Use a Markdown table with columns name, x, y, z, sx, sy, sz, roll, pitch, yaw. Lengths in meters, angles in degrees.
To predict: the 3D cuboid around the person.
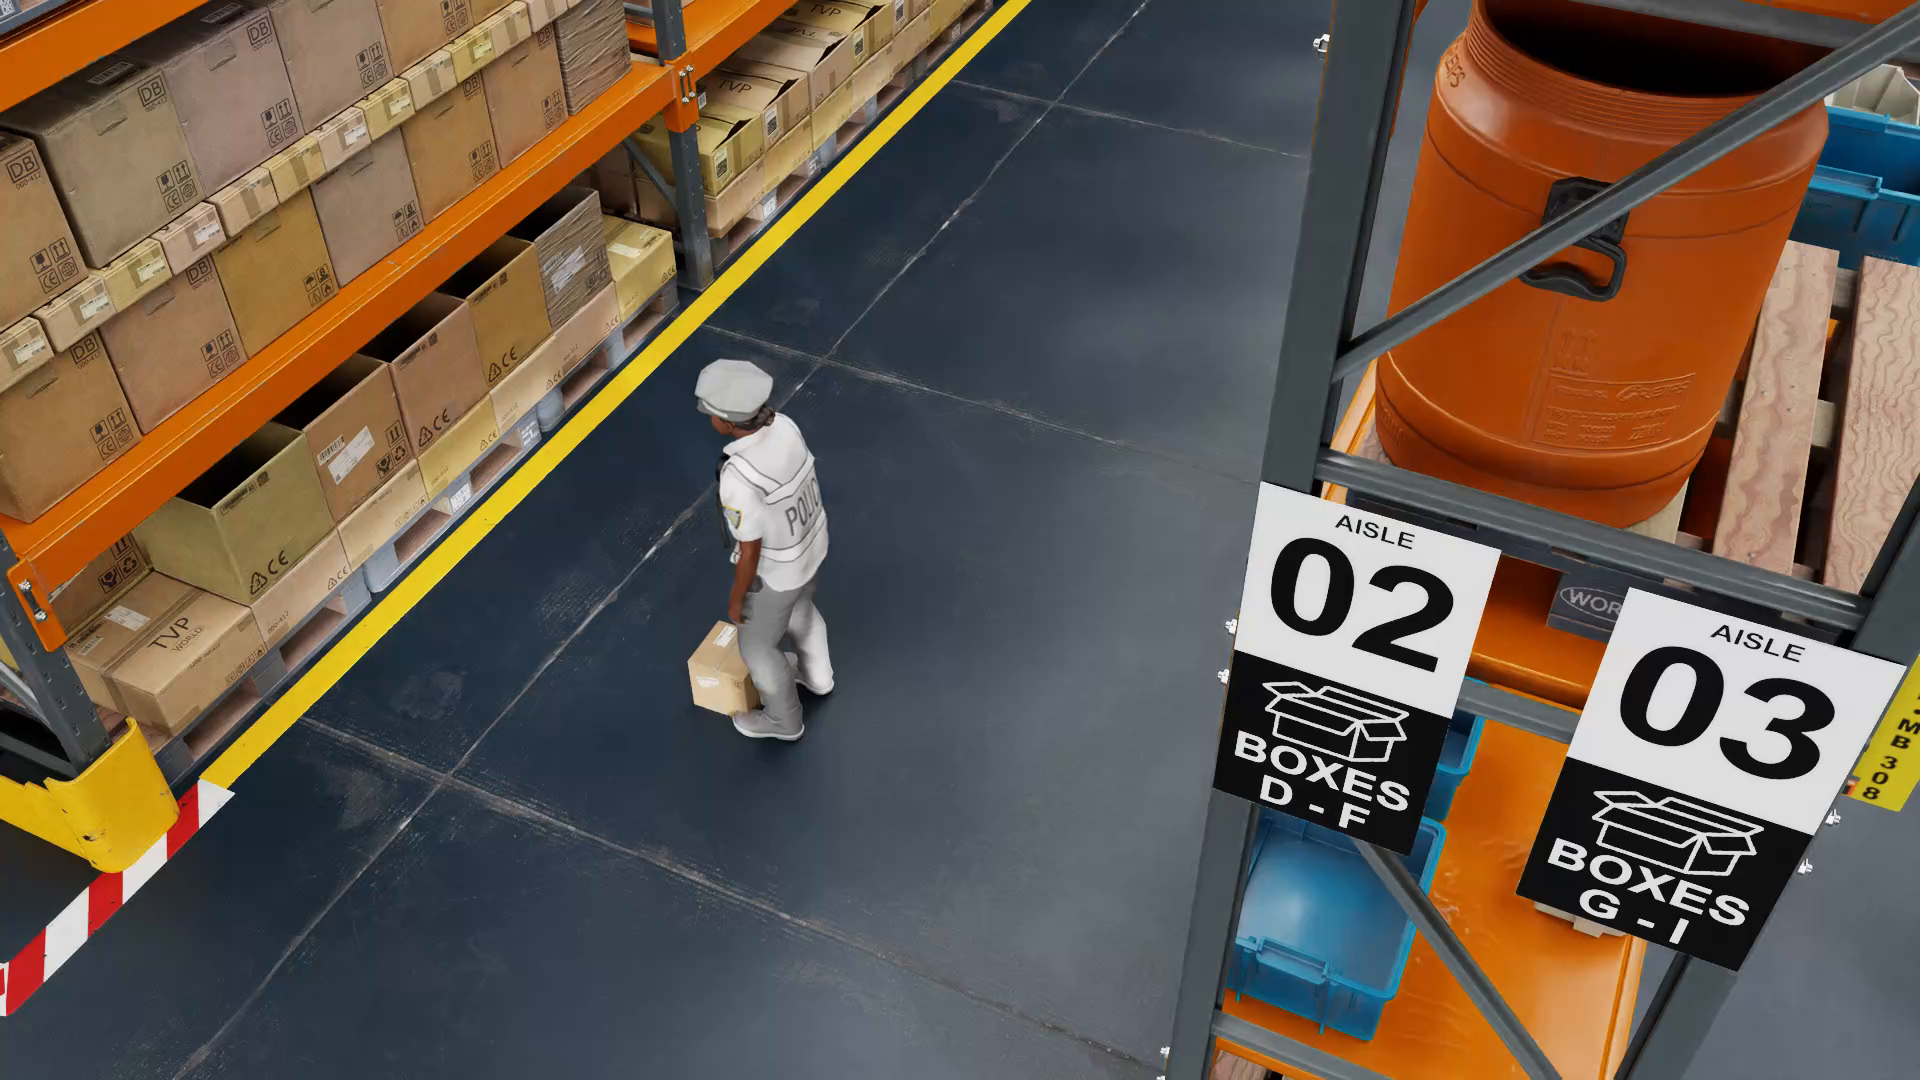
| name | x | y | z | sx | sy | sz | roll | pitch | yaw |
| --- | --- | --- | --- | --- | --- | --- | --- | --- | --- |
| person | -0.688 | 0.064 | 6.087 | 0.391 | 1.664 | 0.532 | 15 | 44 | 16 |
